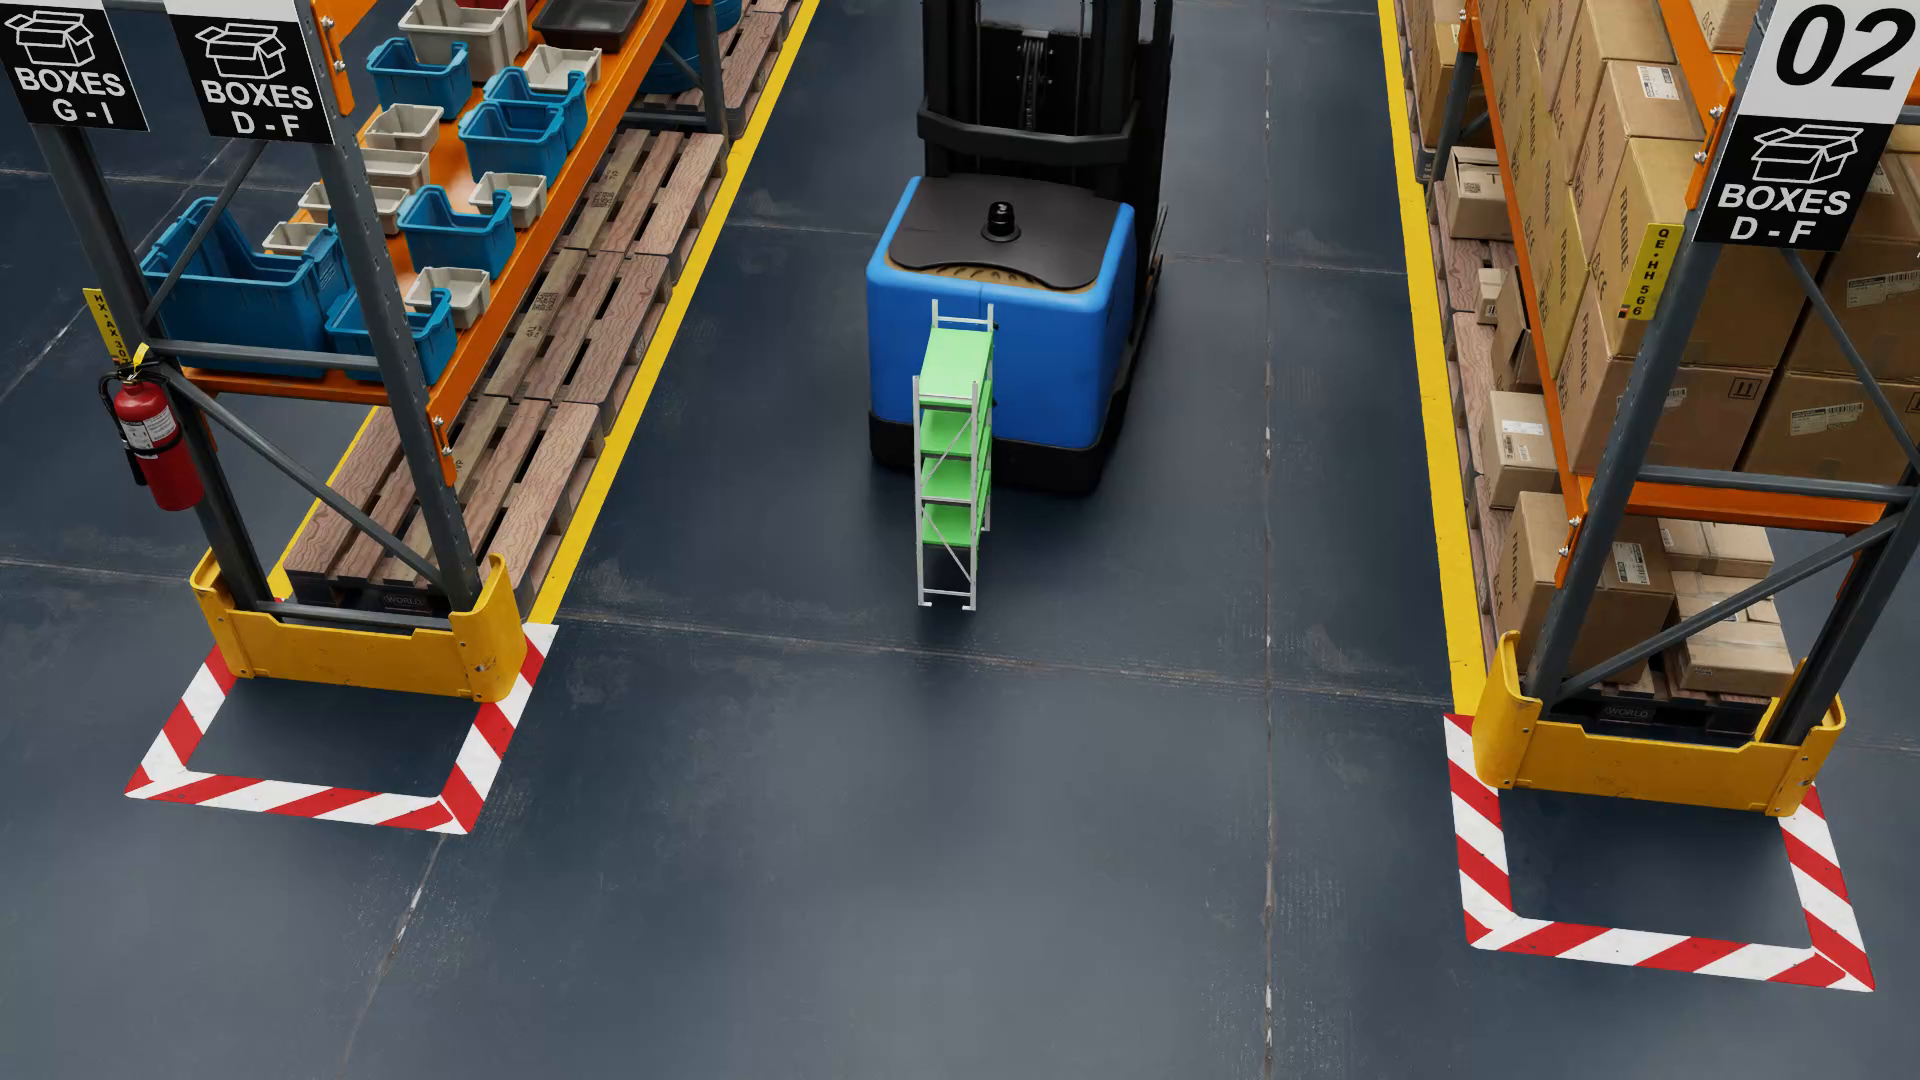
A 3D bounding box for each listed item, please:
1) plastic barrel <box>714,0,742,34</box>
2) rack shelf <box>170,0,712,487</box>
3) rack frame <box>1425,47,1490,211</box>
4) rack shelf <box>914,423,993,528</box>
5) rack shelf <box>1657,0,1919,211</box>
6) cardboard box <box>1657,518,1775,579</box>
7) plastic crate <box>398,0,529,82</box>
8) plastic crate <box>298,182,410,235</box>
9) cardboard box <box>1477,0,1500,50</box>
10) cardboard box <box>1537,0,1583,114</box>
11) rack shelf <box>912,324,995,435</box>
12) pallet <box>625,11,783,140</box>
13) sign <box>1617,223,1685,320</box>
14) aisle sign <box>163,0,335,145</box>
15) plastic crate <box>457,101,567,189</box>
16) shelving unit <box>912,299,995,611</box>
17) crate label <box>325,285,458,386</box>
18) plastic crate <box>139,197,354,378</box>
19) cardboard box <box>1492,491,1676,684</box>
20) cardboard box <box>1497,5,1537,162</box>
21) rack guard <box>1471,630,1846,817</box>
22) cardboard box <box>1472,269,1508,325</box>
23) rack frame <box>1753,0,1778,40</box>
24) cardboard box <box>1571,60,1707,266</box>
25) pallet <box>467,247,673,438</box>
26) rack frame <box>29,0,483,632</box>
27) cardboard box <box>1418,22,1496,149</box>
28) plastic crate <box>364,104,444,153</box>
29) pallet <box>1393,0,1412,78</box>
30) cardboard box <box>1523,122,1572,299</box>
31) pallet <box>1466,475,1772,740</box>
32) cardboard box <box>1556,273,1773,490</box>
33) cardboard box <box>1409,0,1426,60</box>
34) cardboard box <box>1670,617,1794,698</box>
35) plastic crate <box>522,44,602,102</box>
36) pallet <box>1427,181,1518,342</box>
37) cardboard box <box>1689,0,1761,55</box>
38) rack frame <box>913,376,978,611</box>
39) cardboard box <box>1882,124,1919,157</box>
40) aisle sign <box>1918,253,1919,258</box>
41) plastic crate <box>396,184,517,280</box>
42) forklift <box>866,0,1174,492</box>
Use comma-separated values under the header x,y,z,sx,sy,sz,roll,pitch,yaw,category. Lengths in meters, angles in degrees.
x,y,z,sx,sy,sz,roll,pitch,yaw,category
-1.653,-3.595,10.086,0.600,0.901,0.708,5,44,6,plastic barrel
-2.100,-1.729,7.417,1.077,0.370,4.000,5,44,6,rack shelf
3.074,-2.900,8.131,1.000,3.000,0.127,5,44,6,rack frame
-0.022,-0.276,6.762,0.258,0.148,0.480,5,44,6,rack shelf
2.810,-2.365,5.908,1.077,0.370,4.000,5,44,6,rack shelf
2.965,-0.021,6.770,0.500,0.250,0.500,5,44,6,cardboard box
-2.220,-2.308,7.548,0.437,0.282,0.530,5,44,6,plastic crate
-2.383,-1.321,6.612,0.396,0.136,0.243,5,44,6,plastic crate
2.737,-2.614,7.756,0.500,0.500,0.500,6,44,7,cardboard box
2.530,-1.950,6.328,0.500,0.500,0.500,6,44,7,cardboard box
-0.022,-0.625,6.432,0.258,0.148,0.480,5,44,6,rack shelf
-1.692,-2.862,10.120,1.003,0.211,1.213,5,44,6,pallet
1.998,-0.773,4.813,0.100,0.325,0.005,5,44,6,sign
-2.079,-1.495,4.756,0.394,0.787,0.004,5,44,6,aisle sign
-1.831,-1.624,6.861,0.416,0.233,0.300,5,44,6,plastic crate
-0.022,-0.323,6.718,0.258,1.200,0.503,5,44,6,shelving unit
-2.005,-0.726,5.913,0.416,0.233,0.303,5,44,6,crate label
-2.505,-0.907,5.957,0.616,0.435,0.499,5,44,6,plastic crate
2.373,0.181,6.375,0.500,0.500,0.500,5,44,6,cardboard box
2.604,-1.924,7.027,0.500,0.500,0.500,5,44,5,cardboard box
2.556,0.682,6.166,1.175,0.500,0.348,5,44,6,rack guard
2.700,-1.174,8.049,0.380,0.166,0.250,5,44,6,cardboard box
2.545,-2.352,3.190,1.000,3.000,0.127,5,44,6,rack frame
2.398,-1.246,5.584,0.500,0.500,0.500,6,44,7,cardboard box
-2.053,-1.002,8.155,1.003,0.211,1.213,5,44,6,pallet
-2.364,-0.627,5.730,1.000,3.000,0.127,5,44,6,rack frame
2.855,-2.515,9.222,0.500,0.500,0.500,5,44,5,cardboard box
-2.350,-1.717,7.030,0.298,0.136,0.250,5,44,6,plastic crate
3.303,-3.279,10.560,1.003,0.211,1.213,5,44,6,pallet
2.471,-1.234,6.299,0.500,0.500,0.500,6,44,6,cardboard box
2.660,0.243,6.840,1.003,0.211,1.213,5,44,6,pallet
2.335,-0.540,5.566,0.500,0.500,0.500,6,44,7,cardboard box
2.996,-3.192,9.938,0.500,0.500,0.500,6,44,6,cardboard box
2.941,0.447,6.350,0.380,0.149,0.250,5,44,6,cardboard box
-1.767,-2.065,7.397,0.293,0.136,0.466,5,44,6,plastic crate
2.983,-1.420,8.596,1.003,0.211,1.213,5,44,6,pallet
2.352,-1.583,4.668,0.500,0.250,0.500,5,44,6,cardboard box
-0.054,-0.157,6.543,0.240,1.200,0.015,5,44,6,rack frame
2.927,-1.209,5.545,0.500,0.500,0.500,6,44,6,cardboard box
2.828,-1.045,4.281,0.394,0.787,0.004,5,44,6,aisle sign
-1.918,-1.175,6.387,0.416,0.233,0.300,5,44,6,plastic crate
0.433,-2.306,7.554,1.130,2.935,3.031,9,44,10,forklift
